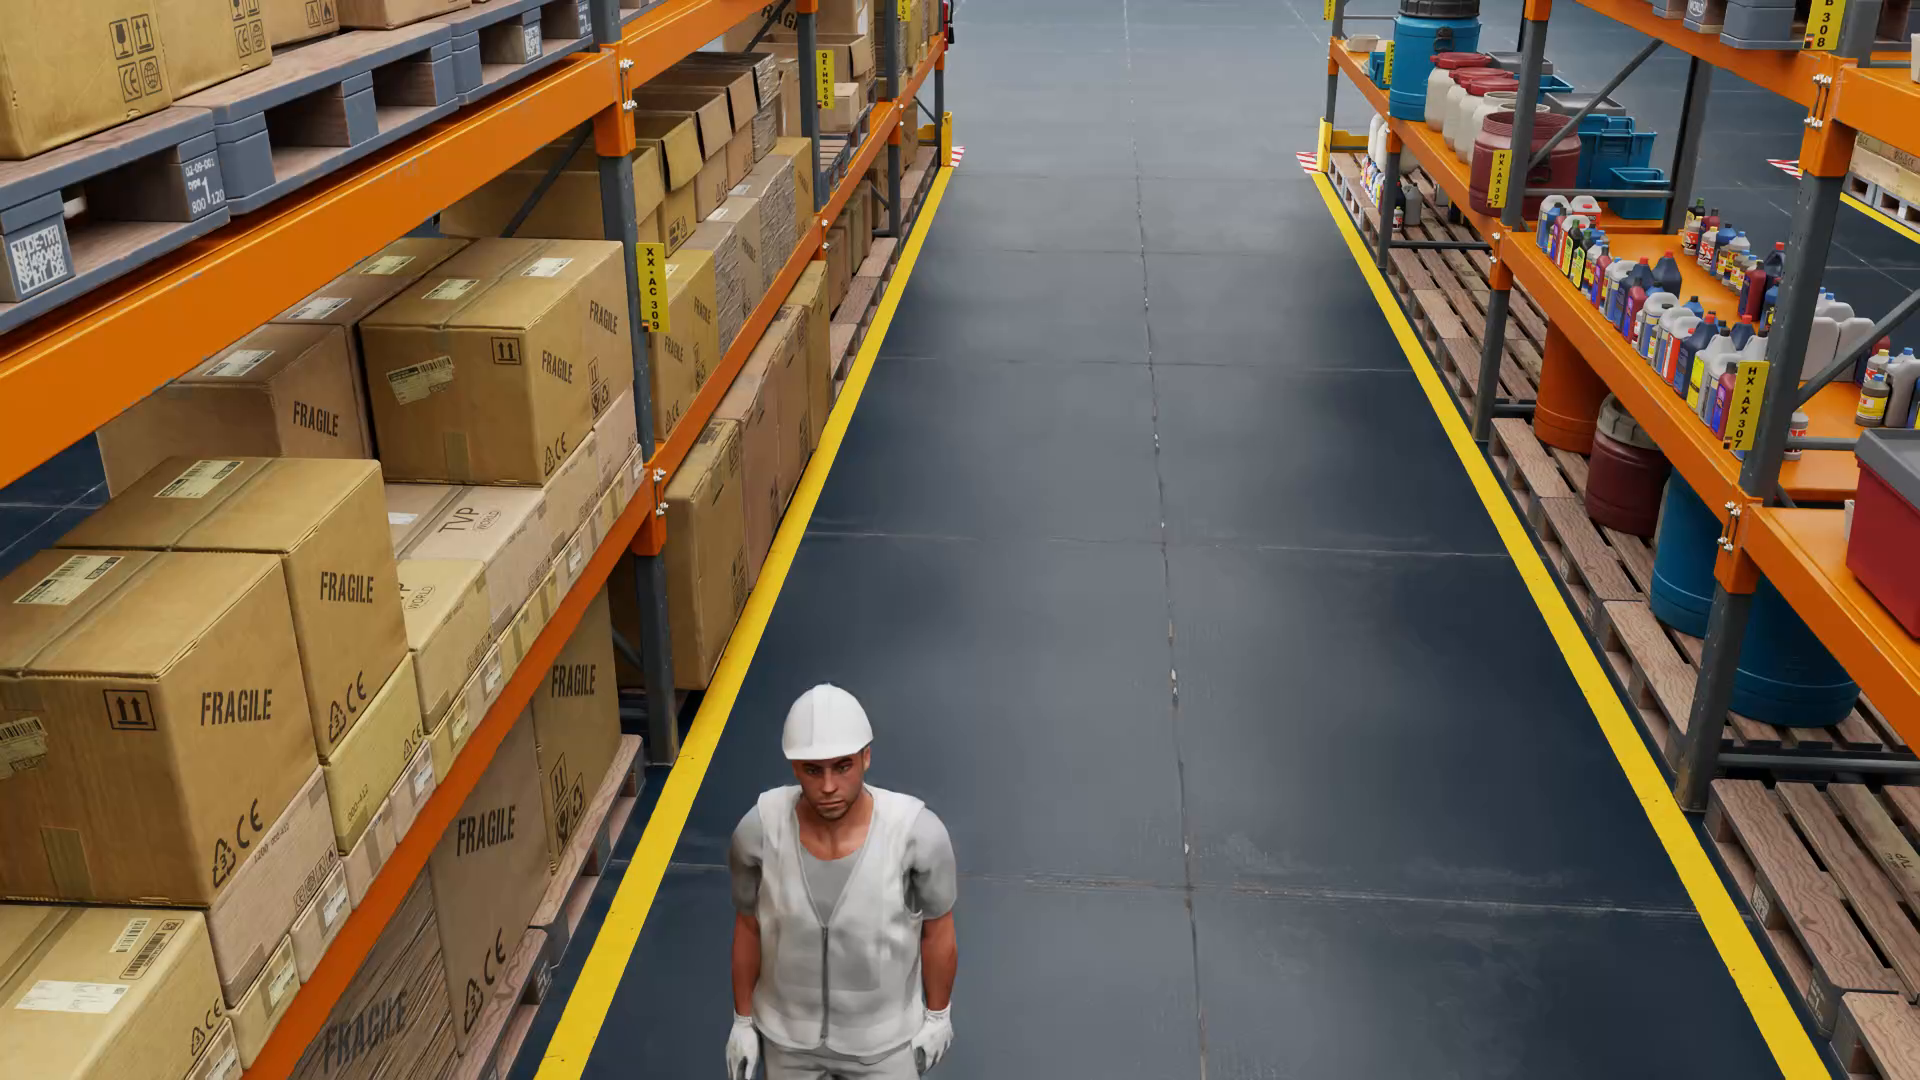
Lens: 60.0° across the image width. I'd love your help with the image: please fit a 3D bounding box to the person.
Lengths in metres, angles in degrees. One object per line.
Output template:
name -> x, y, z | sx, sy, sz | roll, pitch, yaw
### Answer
person -> -0.284, 1.154, 3.957 | 0.543, 1.782, 0.500 | 3, 24, 7
